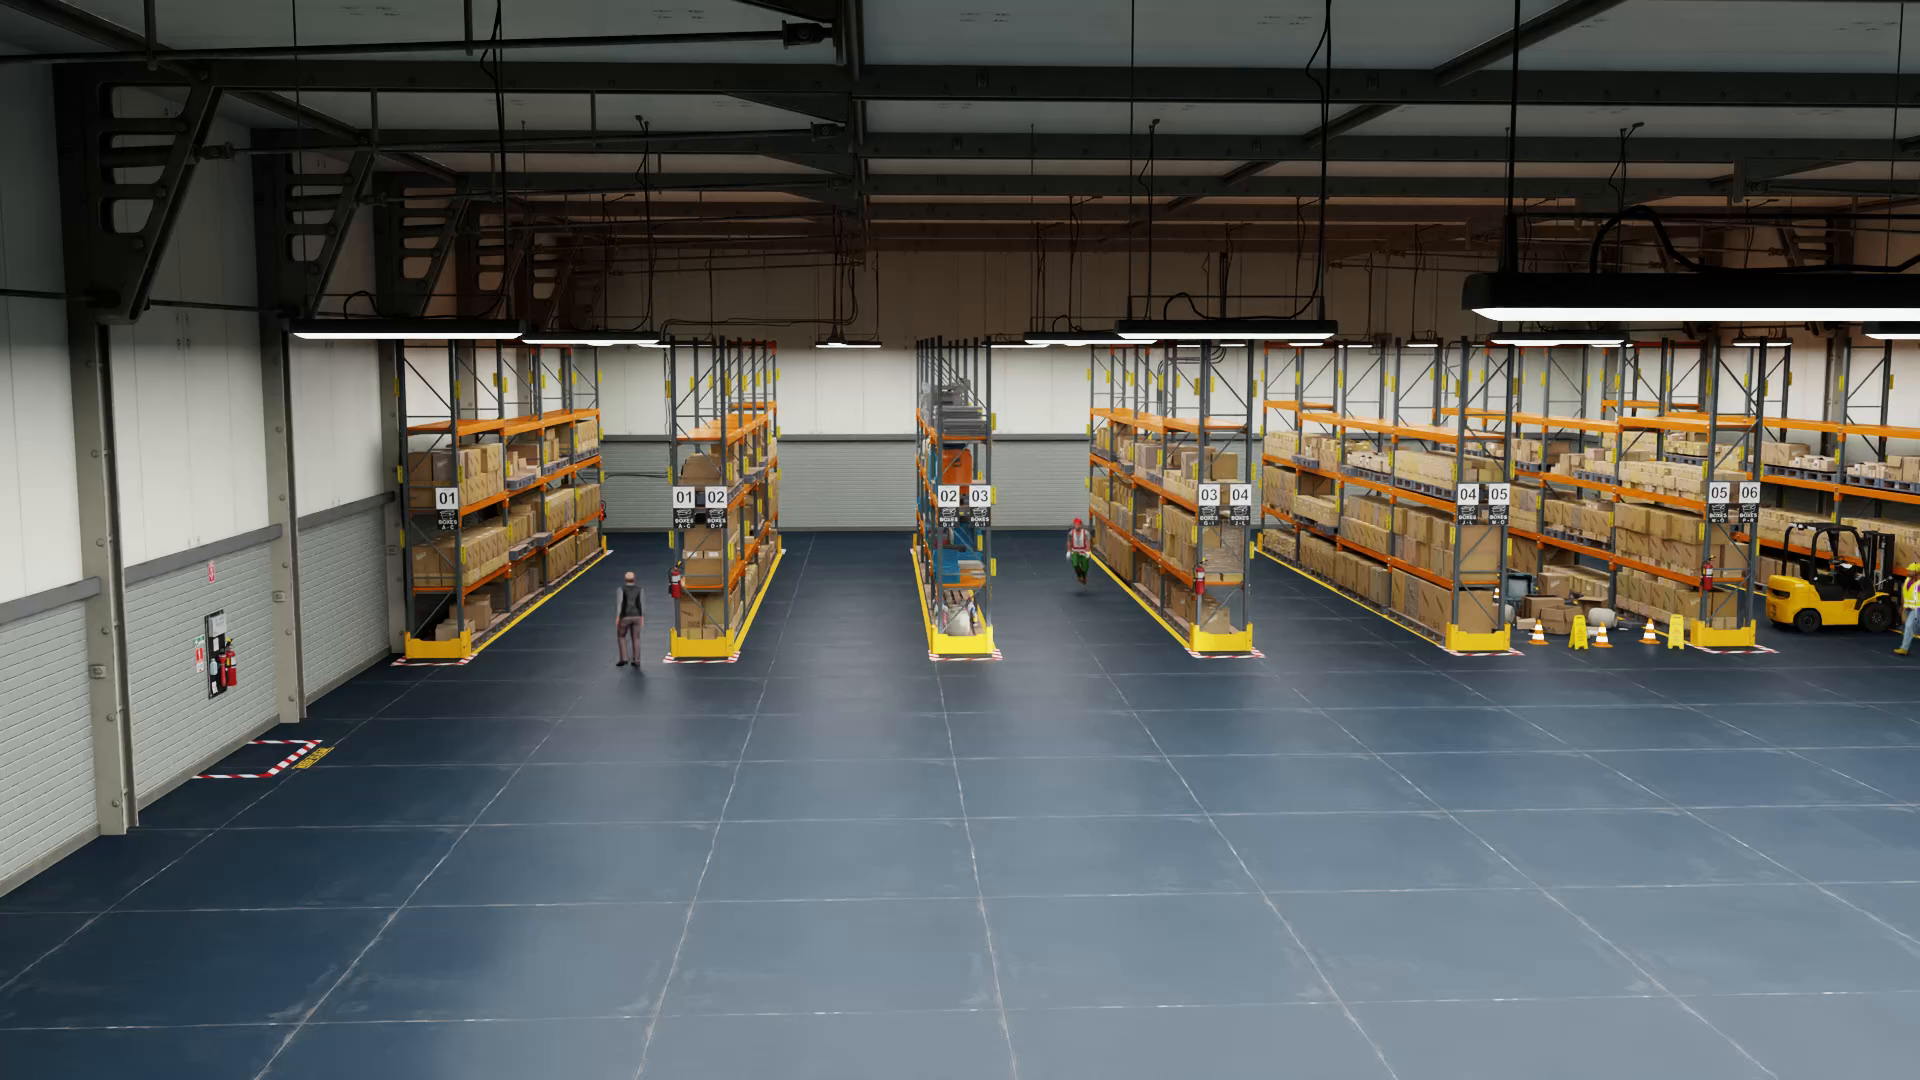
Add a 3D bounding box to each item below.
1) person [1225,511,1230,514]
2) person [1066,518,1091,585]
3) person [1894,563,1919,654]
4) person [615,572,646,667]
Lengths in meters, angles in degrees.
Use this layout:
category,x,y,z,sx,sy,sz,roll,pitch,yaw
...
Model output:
category,x,y,z,sx,sy,sz,roll,pitch,yaw
person,7.675,-0.634,48.358,0.659,1.794,0.530,5,8,37
person,2.823,0.286,39.568,0.585,1.637,0.852,1,7,5
person,18.107,1.290,31.488,0.997,1.731,0.608,-1,7,-12
person,-5.976,1.468,30.175,0.590,1.757,0.580,-4,8,-30
